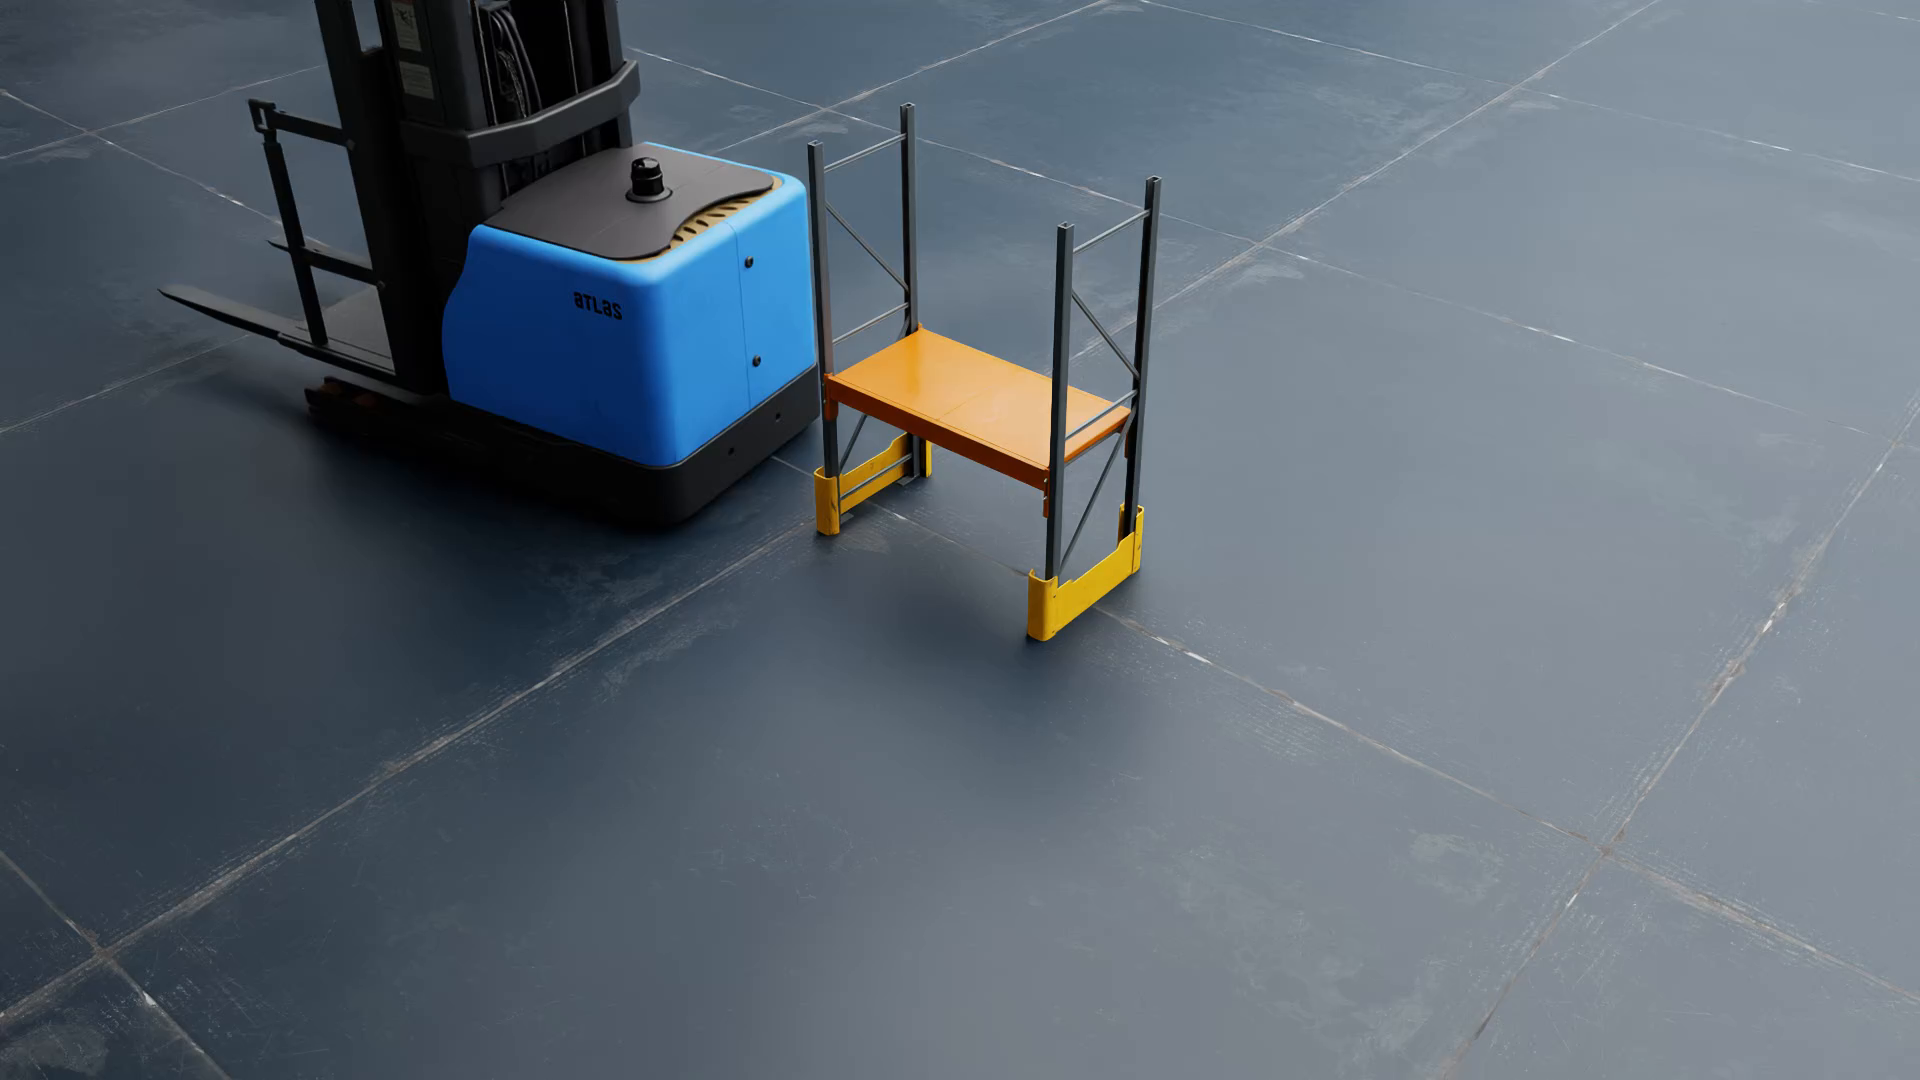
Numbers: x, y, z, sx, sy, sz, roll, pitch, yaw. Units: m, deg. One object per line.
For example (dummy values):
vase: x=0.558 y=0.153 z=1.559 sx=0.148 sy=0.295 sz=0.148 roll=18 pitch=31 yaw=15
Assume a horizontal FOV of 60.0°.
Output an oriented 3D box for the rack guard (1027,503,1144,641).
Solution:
rack guard: x=0.441 y=0.105 z=5.802 sx=0.087 sy=0.250 sz=0.587 roll=25 pitch=42 yaw=32

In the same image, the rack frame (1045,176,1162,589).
rack frame: x=0.456 y=-0.403 z=5.438 sx=0.032 sy=1.500 sz=0.500 roll=25 pitch=42 yaw=32

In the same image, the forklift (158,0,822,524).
forklift: x=-2.099 y=-1.874 z=6.315 sx=3.031 sy=2.935 sz=1.130 roll=18 pitch=38 yaw=25

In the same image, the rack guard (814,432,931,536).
rack guard: x=-0.324 y=-0.256 z=6.327 sx=0.087 sy=0.250 sz=0.587 roll=25 pitch=42 yaw=32

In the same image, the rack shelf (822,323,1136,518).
rack shelf: x=0.066 y=-0.439 z=5.808 sx=1.000 sy=0.185 sz=0.538 roll=25 pitch=42 yaw=32

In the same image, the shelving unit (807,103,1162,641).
shelving unit: x=0.059 y=-0.591 z=5.711 sx=1.083 sy=1.500 sz=0.587 roll=25 pitch=42 yaw=32

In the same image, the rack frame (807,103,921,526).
rack frame: x=-0.325 y=-0.771 z=5.974 sx=0.032 sy=1.500 sz=0.500 roll=25 pitch=42 yaw=32
